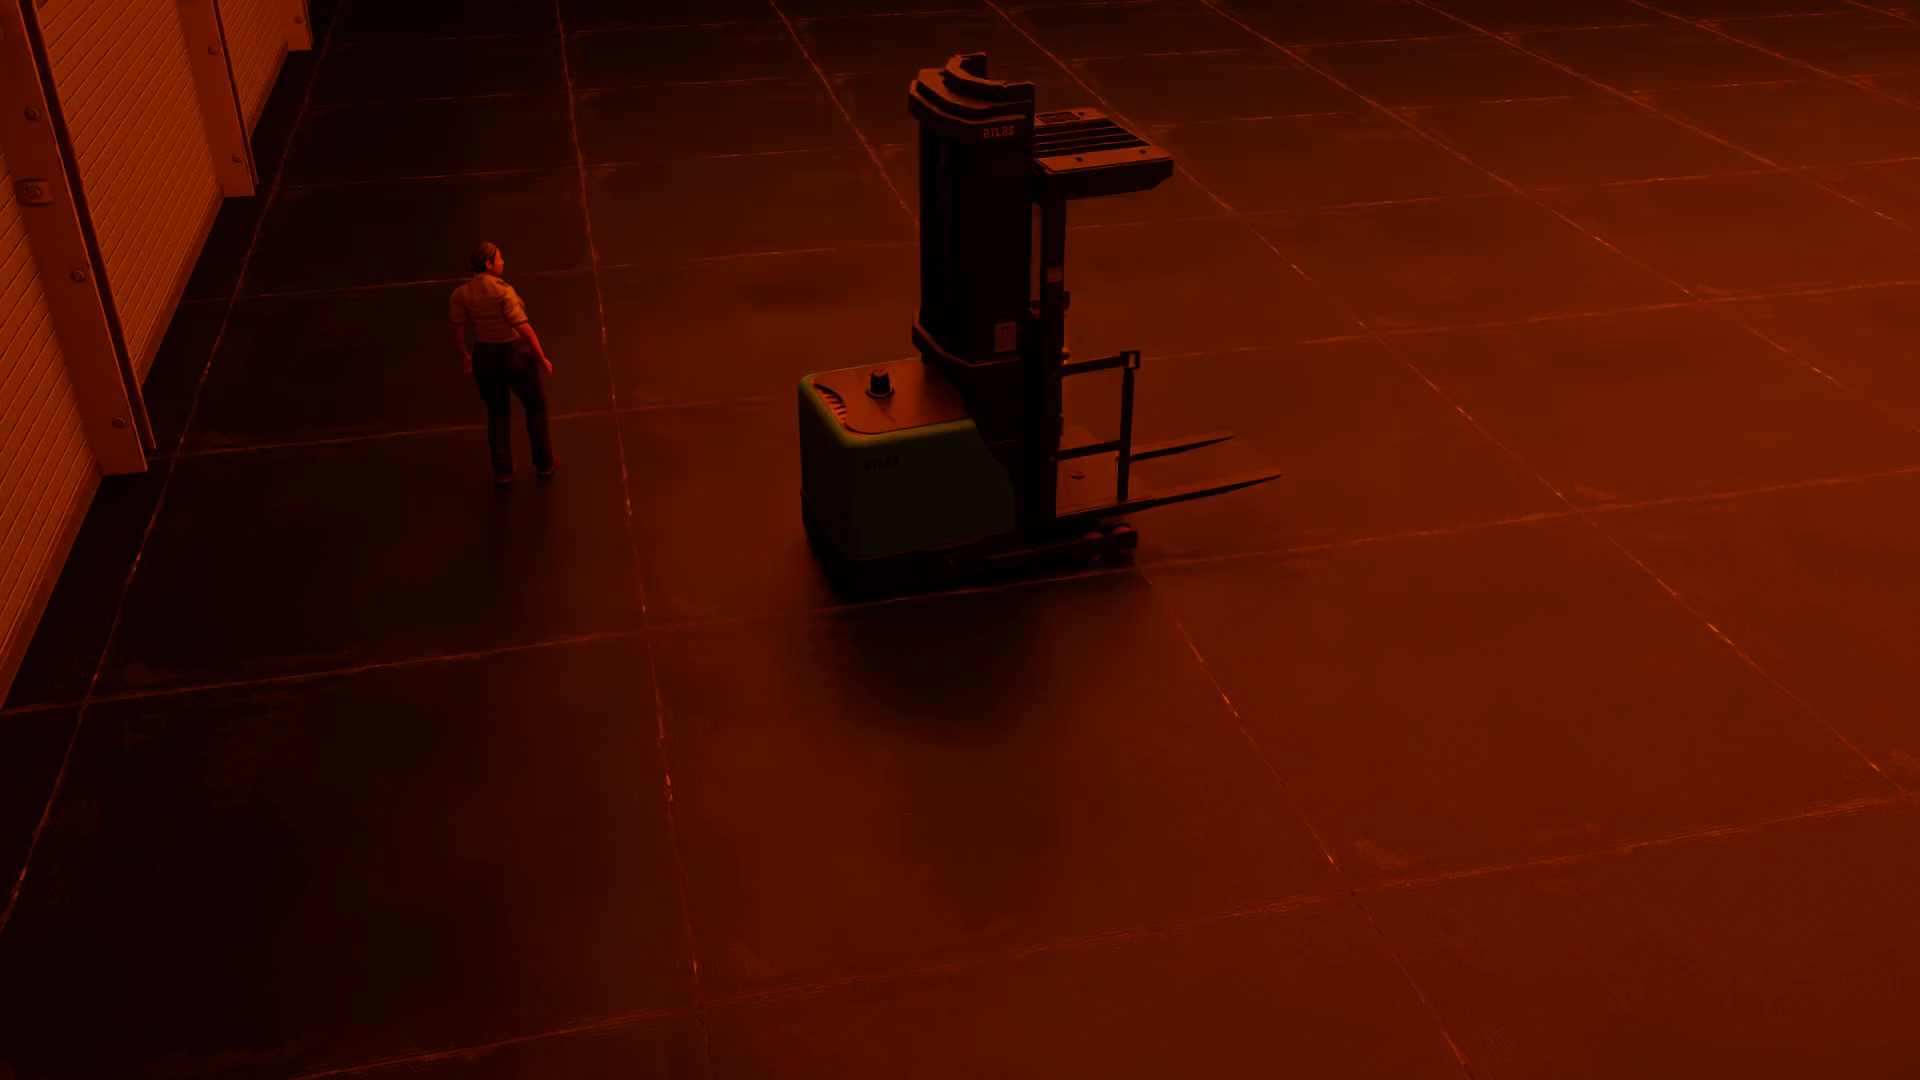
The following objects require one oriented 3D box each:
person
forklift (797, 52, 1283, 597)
[{"bbox_3d":[-2.966,-1.171,10.900,0.643,1.631,0.446,4,30,6],"label":"person"},{"bbox_3d":[0.567,-1.385,9.966,3.031,2.935,1.130,-11,32,-18],"label":"forklift"}]
